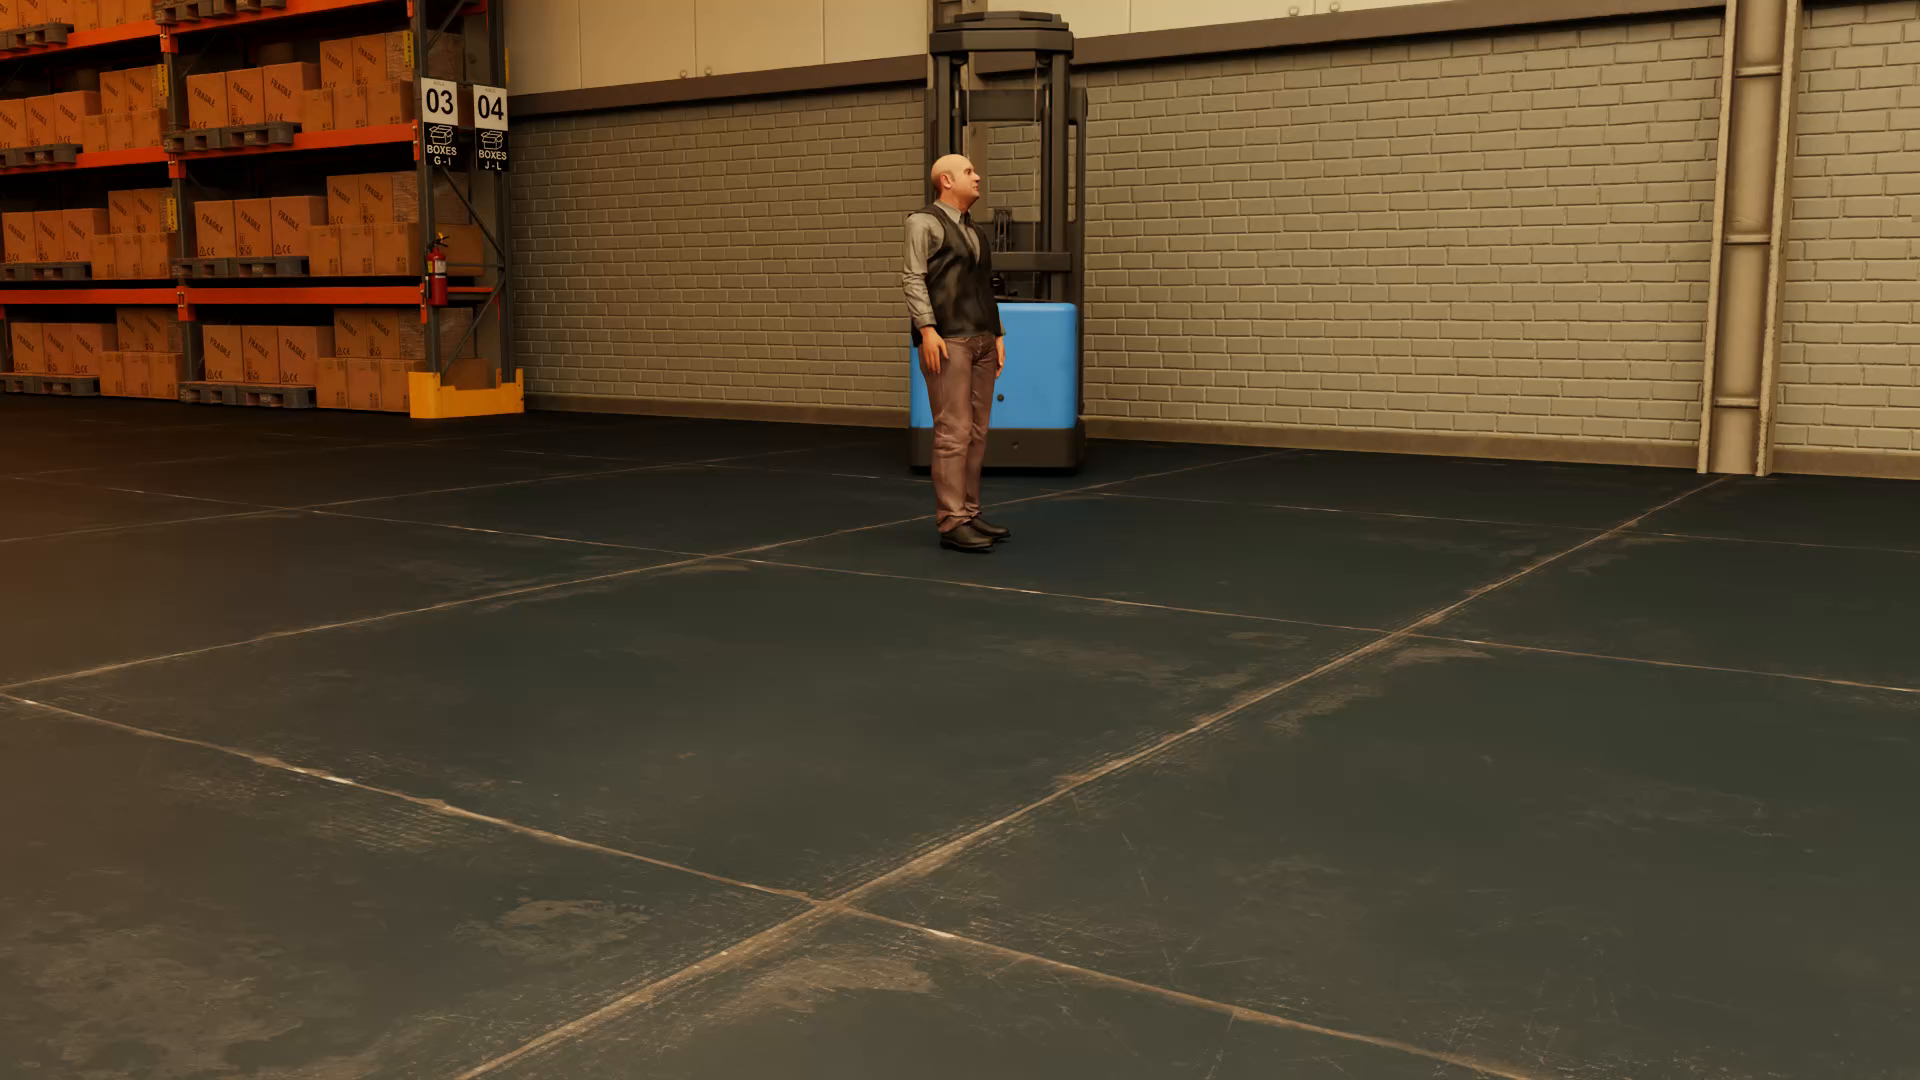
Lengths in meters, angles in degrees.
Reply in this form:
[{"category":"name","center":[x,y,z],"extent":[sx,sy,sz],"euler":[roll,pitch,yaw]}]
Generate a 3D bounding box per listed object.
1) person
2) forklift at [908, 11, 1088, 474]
[{"category":"person","center":[0.048,-0.853,7.441],"extent":[0.566,1.722,0.633],"euler":[5,10,34]},{"category":"forklift","center":[0.327,-2.041,11.547],"extent":[1.130,2.935,3.031],"euler":[1,8,5]}]
